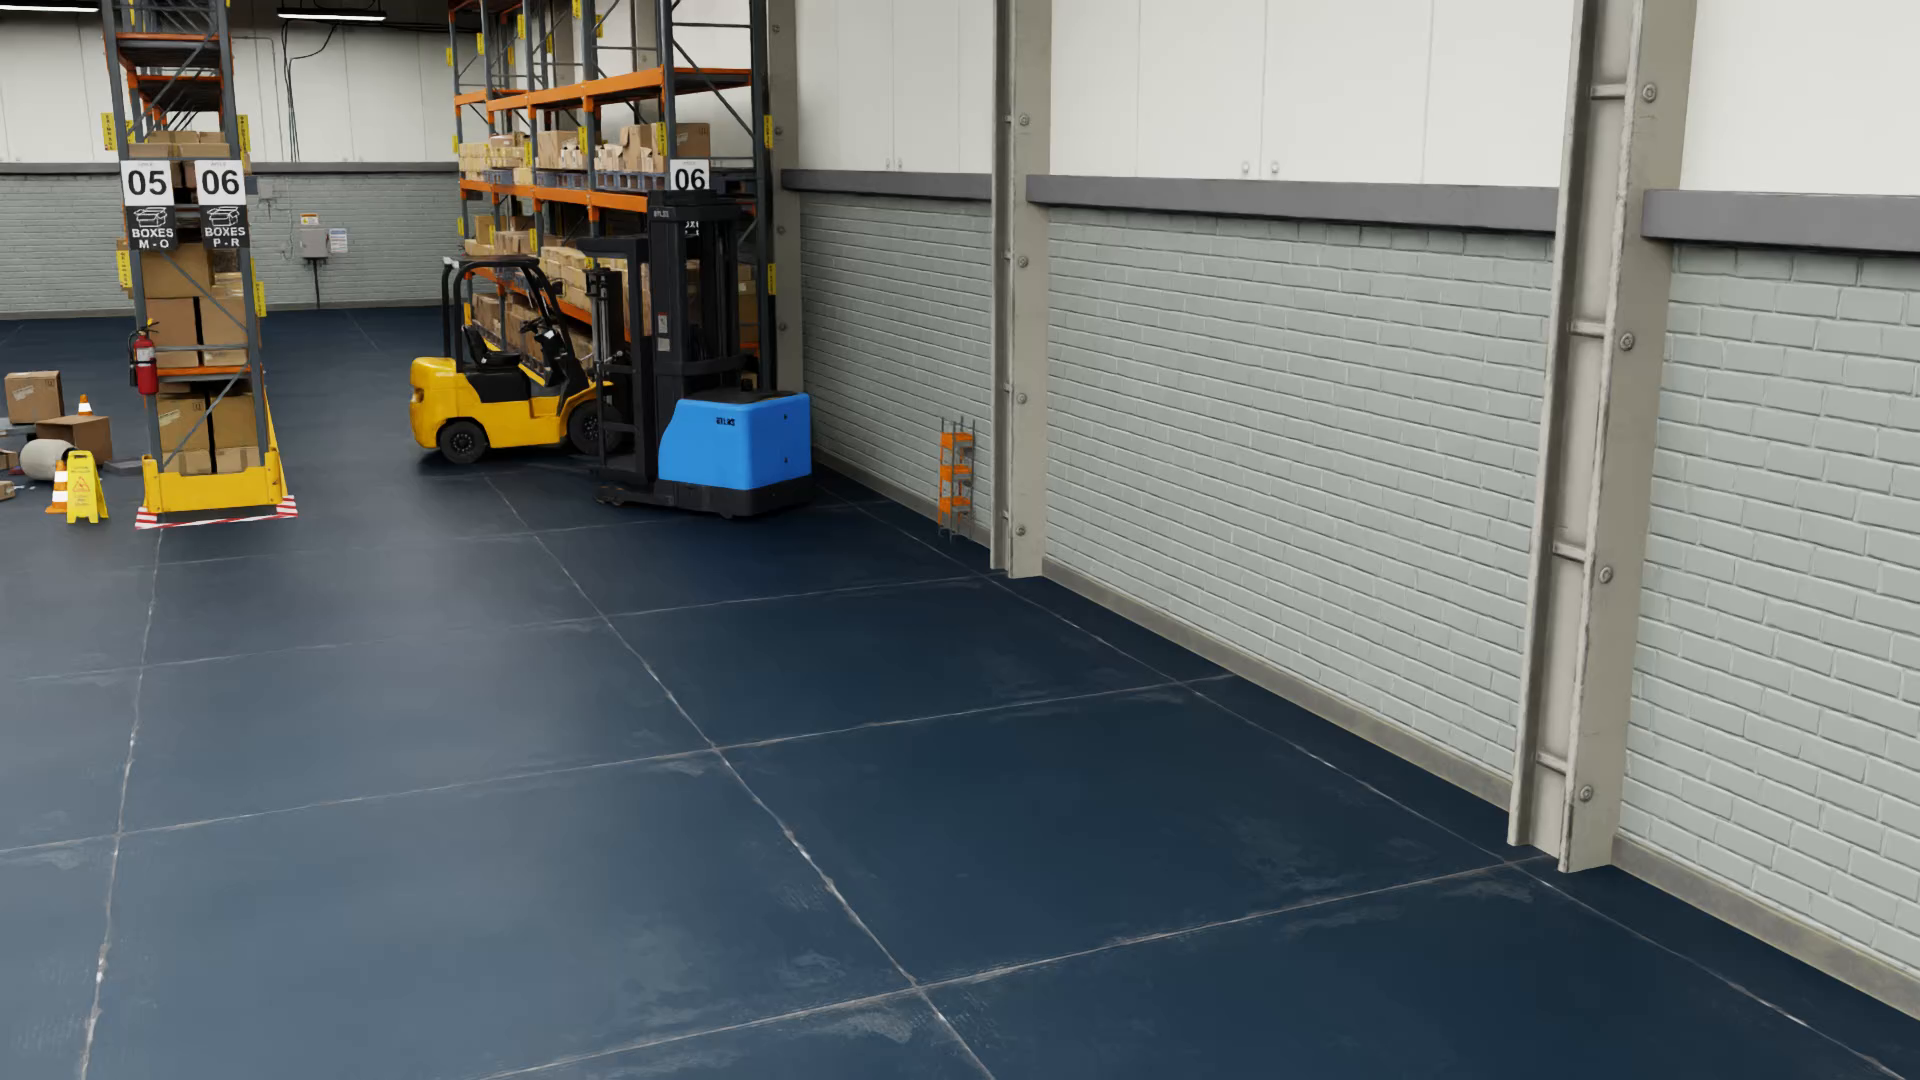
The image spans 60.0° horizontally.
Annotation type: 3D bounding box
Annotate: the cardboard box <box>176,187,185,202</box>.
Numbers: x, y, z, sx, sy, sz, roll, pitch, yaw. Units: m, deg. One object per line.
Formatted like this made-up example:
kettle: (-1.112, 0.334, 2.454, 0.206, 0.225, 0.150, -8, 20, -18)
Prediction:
cardboard box: (-7.680, -3.329, 16.006, 0.380, 0.149, 0.250, -6, 14, -23)

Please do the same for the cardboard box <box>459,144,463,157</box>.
cardboard box: (-8.951, -7.194, 30.712, 0.500, 0.250, 0.500, -6, 14, -24)

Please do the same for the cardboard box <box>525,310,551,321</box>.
cardboard box: (-6.629, -3.537, 26.174, 0.380, 0.149, 0.250, -6, 14, -26)

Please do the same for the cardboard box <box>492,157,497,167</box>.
cardboard box: (-7.254, -6.040, 26.565, 0.380, 0.149, 0.250, -5, 14, -22)

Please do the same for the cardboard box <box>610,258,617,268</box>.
cardboard box: (-3.928, -3.309, 19.695, 0.380, 0.149, 0.250, -5, 14, -22)

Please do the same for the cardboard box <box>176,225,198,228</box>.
cardboard box: (-10.687, -4.049, 22.771, 0.500, 0.500, 0.500, -6, 14, -24)

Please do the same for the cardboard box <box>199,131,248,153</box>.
cardboard box: (-8.713, -4.699, 19.659, 0.500, 0.250, 0.500, -6, 14, -24)

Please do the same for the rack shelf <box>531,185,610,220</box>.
rack shelf: (-4.892, -4.576, 22.434, 1.077, 0.370, 4.000, -6, 14, -23)

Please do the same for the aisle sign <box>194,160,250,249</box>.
aisle sign: (-6.727, -3.059, 15.167, 0.394, 0.787, 0.004, -6, 14, -23)

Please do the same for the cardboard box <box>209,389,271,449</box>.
cardboard box: (-7.115, -1.204, 16.422, 0.500, 0.500, 0.500, -6, 14, -25)

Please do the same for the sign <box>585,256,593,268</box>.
sign: (-4.585, -3.527, 20.564, 0.100, 0.325, 0.005, -6, 14, -23)

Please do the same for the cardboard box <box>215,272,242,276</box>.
cardboard box: (-8.232, -2.727, 18.621, 0.500, 0.500, 0.500, -6, 14, -24)

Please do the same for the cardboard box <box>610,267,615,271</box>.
cardboard box: (-3.939, -3.165, 19.733, 0.380, 0.149, 0.250, -5, 14, -22)

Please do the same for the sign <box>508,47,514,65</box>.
sign: (-8.381, -9.032, 31.016, 0.100, 0.325, 0.005, -6, 14, -23)

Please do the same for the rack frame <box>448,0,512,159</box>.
rack frame: (-8.898, -8.454, 30.941, 1.000, 3.000, 0.127, -6, 14, -23)

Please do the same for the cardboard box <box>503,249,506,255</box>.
cardboard box: (-7.091, -4.523, 26.625, 0.396, 0.266, 0.258, -5, 14, -20)

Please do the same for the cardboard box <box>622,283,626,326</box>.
cardboard box: (-3.725, -2.775, 19.486, 0.500, 0.500, 0.500, -6, 14, -24)

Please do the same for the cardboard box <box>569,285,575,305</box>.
cardboard box: (-4.910, -3.268, 22.172, 0.500, 0.250, 0.500, -6, 14, -23)

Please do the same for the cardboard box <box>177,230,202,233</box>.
cardboard box: (-8.476, -3.066, 17.866, 0.700, 0.500, 0.500, -6, 14, -23)

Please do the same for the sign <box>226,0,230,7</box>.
sign: (-8.133, -6.065, 18.370, 0.100, 0.325, 0.005, -6, 14, -23)

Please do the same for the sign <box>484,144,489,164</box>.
sign: (-7.790, -6.368, 27.432, 0.100, 0.325, 0.005, -6, 14, -23)

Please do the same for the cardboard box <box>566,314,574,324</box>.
cardboard box: (-5.872, -3.419, 25.663, 0.380, 0.149, 0.250, -5, 14, -22)

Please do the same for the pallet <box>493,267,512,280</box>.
pallet: (-7.076, -4.437, 27.313, 1.003, 0.211, 1.213, -6, 14, -23)

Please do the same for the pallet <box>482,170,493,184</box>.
pallet: (-7.099, -5.934, 27.120, 1.213, 0.211, 1.003, -6, 14, -23)

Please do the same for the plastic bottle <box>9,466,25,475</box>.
plastic bottle: (-9.839, -0.736, 17.413, 0.133, 0.061, 0.283, -3, 13, -13)

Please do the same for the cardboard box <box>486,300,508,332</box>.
cardboard box: (-8.017, -3.989, 29.564, 0.700, 0.500, 0.500, -6, 14, -25)

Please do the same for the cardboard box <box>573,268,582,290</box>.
cardboard box: (-4.735, -3.407, 21.661, 0.500, 0.250, 0.500, -6, 14, -24)

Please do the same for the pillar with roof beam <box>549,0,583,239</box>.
pillar with roof beam: (-10.693, -7.464, 26.664, 9.100, 9.000, 0.400, -6, 14, -23)

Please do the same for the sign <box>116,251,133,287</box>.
sign: (-7.552, -2.449, 15.030, 0.100, 0.325, 0.005, -6, 14, -23)

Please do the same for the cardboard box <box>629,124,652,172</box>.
cardboard box: (-3.208, -4.279, 18.180, 0.700, 0.500, 0.500, -6, 14, -23)

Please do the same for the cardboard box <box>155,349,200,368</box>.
cardboard box: (-7.381, -1.712, 15.673, 0.380, 0.149, 0.250, -5, 14, -21)

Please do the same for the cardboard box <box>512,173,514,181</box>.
cardboard box: (-7.711, -6.092, 27.943, 0.380, 0.149, 0.250, -6, 14, -23)

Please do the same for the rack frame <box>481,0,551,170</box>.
rack frame: (-7.296, -7.628, 27.371, 1.000, 3.000, 0.127, -6, 14, -23)

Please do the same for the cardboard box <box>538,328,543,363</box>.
cardboard box: (-6.060, -2.933, 25.004, 0.500, 0.500, 0.500, -5, 14, -21)

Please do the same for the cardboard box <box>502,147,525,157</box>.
cardboard box: (-6.907, -6.028, 25.855, 0.380, 0.149, 0.250, -6, 14, -23)

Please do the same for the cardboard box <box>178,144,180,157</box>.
cardboard box: (-7.774, -3.764, 16.115, 0.380, 0.149, 0.250, -6, 14, -23)

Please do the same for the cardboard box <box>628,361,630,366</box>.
cardboard box: (-3.576, -1.959, 19.130, 0.500, 0.250, 0.500, -6, 14, -24)

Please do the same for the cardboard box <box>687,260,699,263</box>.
cardboard box: (-2.834, -3.039, 18.529, 0.380, 0.149, 0.250, -5, 14, -21)

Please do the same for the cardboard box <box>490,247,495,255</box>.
cardboard box: (-7.723, -4.860, 28.390, 0.500, 0.250, 0.500, -5, 14, -22)

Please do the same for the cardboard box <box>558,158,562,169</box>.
cardboard box: (-5.119, -5.004, 22.089, 0.380, 0.149, 0.250, -6, 14, -24)

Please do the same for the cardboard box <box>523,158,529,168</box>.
cardboard box: (-6.363, -5.672, 25.021, 0.380, 0.149, 0.250, -6, 14, -23)

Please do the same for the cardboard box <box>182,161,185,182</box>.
cardboard box: (-8.309, -3.810, 17.202, 0.500, 0.250, 0.500, -5, 14, -22)

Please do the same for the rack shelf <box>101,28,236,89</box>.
rack shelf: (-7.837, -4.761, 16.585, 1.077, 0.370, 4.000, -6, 14, -23)

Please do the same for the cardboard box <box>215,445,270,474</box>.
cardboard box: (-7.105, -0.833, 16.485, 0.500, 0.250, 0.500, -6, 14, -23)

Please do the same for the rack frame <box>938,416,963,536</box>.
rack frame: (-0.080, -0.551, 14.395, 0.200, 1.050, 0.008, -4, 14, -24)

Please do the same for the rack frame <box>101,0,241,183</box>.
rack frame: (-7.035, -4.700, 14.718, 1.000, 3.000, 0.127, -6, 14, -23)

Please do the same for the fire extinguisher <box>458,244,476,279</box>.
fire extinguisher: (-9.381, -5.301, 31.619, 0.296, 0.674, 0.183, -6, 14, -23)

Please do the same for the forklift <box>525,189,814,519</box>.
forklift: (-2.904, -1.846, 15.846, 3.031, 2.935, 1.130, 8, 15, 32)

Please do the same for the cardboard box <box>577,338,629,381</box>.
cardboard box: (-4.614, -2.368, 22.283, 0.875, 0.625, 0.625, -6, 14, -24)

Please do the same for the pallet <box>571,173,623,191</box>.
pallet: (-4.456, -4.602, 21.371, 0.805, 0.209, 1.217, -6, 14, -25)

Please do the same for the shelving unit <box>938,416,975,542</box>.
shelving unit: (-0.030, -0.525, 14.286, 0.215, 1.050, 0.252, -4, 14, -24)
